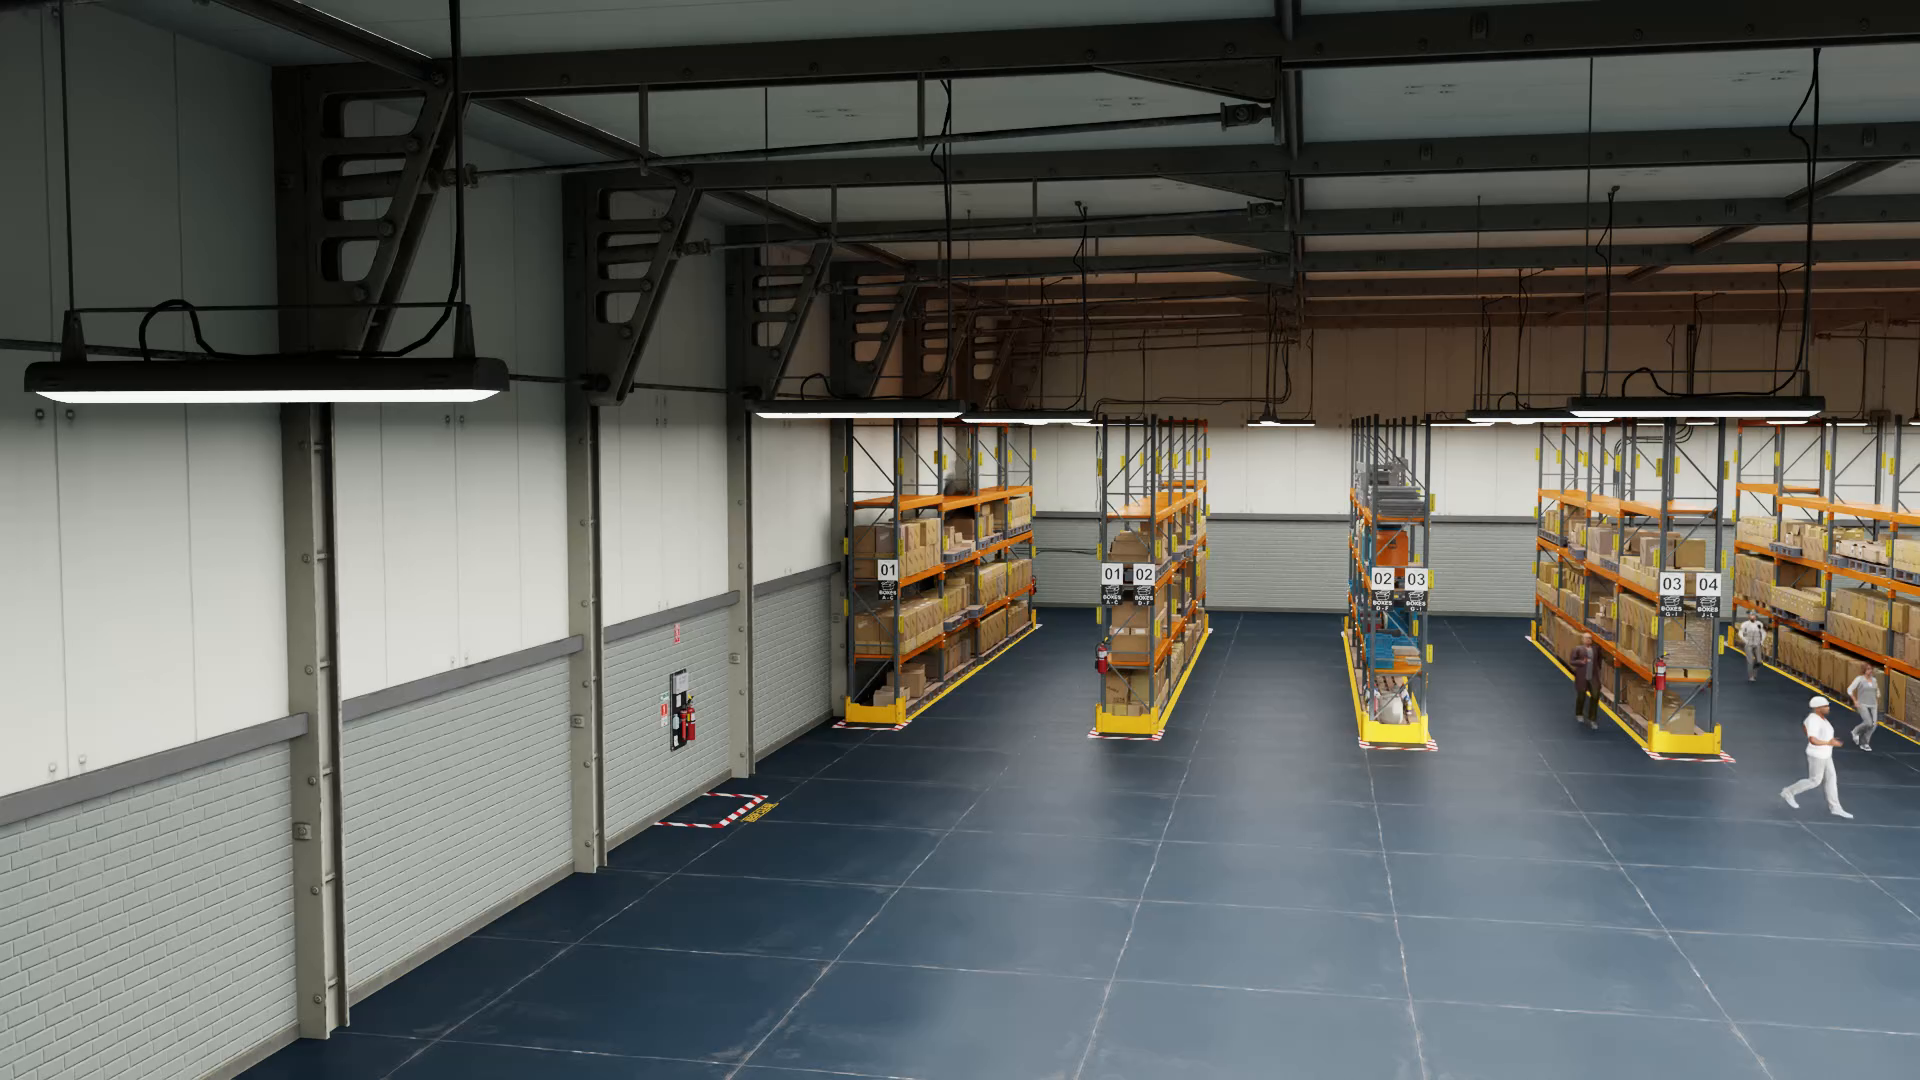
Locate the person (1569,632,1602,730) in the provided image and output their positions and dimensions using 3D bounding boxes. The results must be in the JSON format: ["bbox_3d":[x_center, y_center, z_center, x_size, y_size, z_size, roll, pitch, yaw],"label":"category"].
[{"bbox_3d":[12.060,2.690,32.010,0.685,1.831,0.831,0,4,6],"label":"person"}]

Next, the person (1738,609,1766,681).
[{"bbox_3d":[17.976,2.384,37.696,0.592,1.651,0.506,1,4,15],"label":"person"}]

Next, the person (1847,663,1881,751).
[{"bbox_3d":[16.144,2.975,29.586,0.526,1.548,0.508,0,4,-2],"label":"person"}]

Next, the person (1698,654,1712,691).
[{"bbox_3d":[16.290,2.498,36.452,0.653,1.582,0.585,1,4,8],"label":"person"}]

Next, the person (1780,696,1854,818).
[{"bbox_3d":[12.672,3.186,24.549,0.972,1.765,0.701,3,5,39],"label":"person"}]
